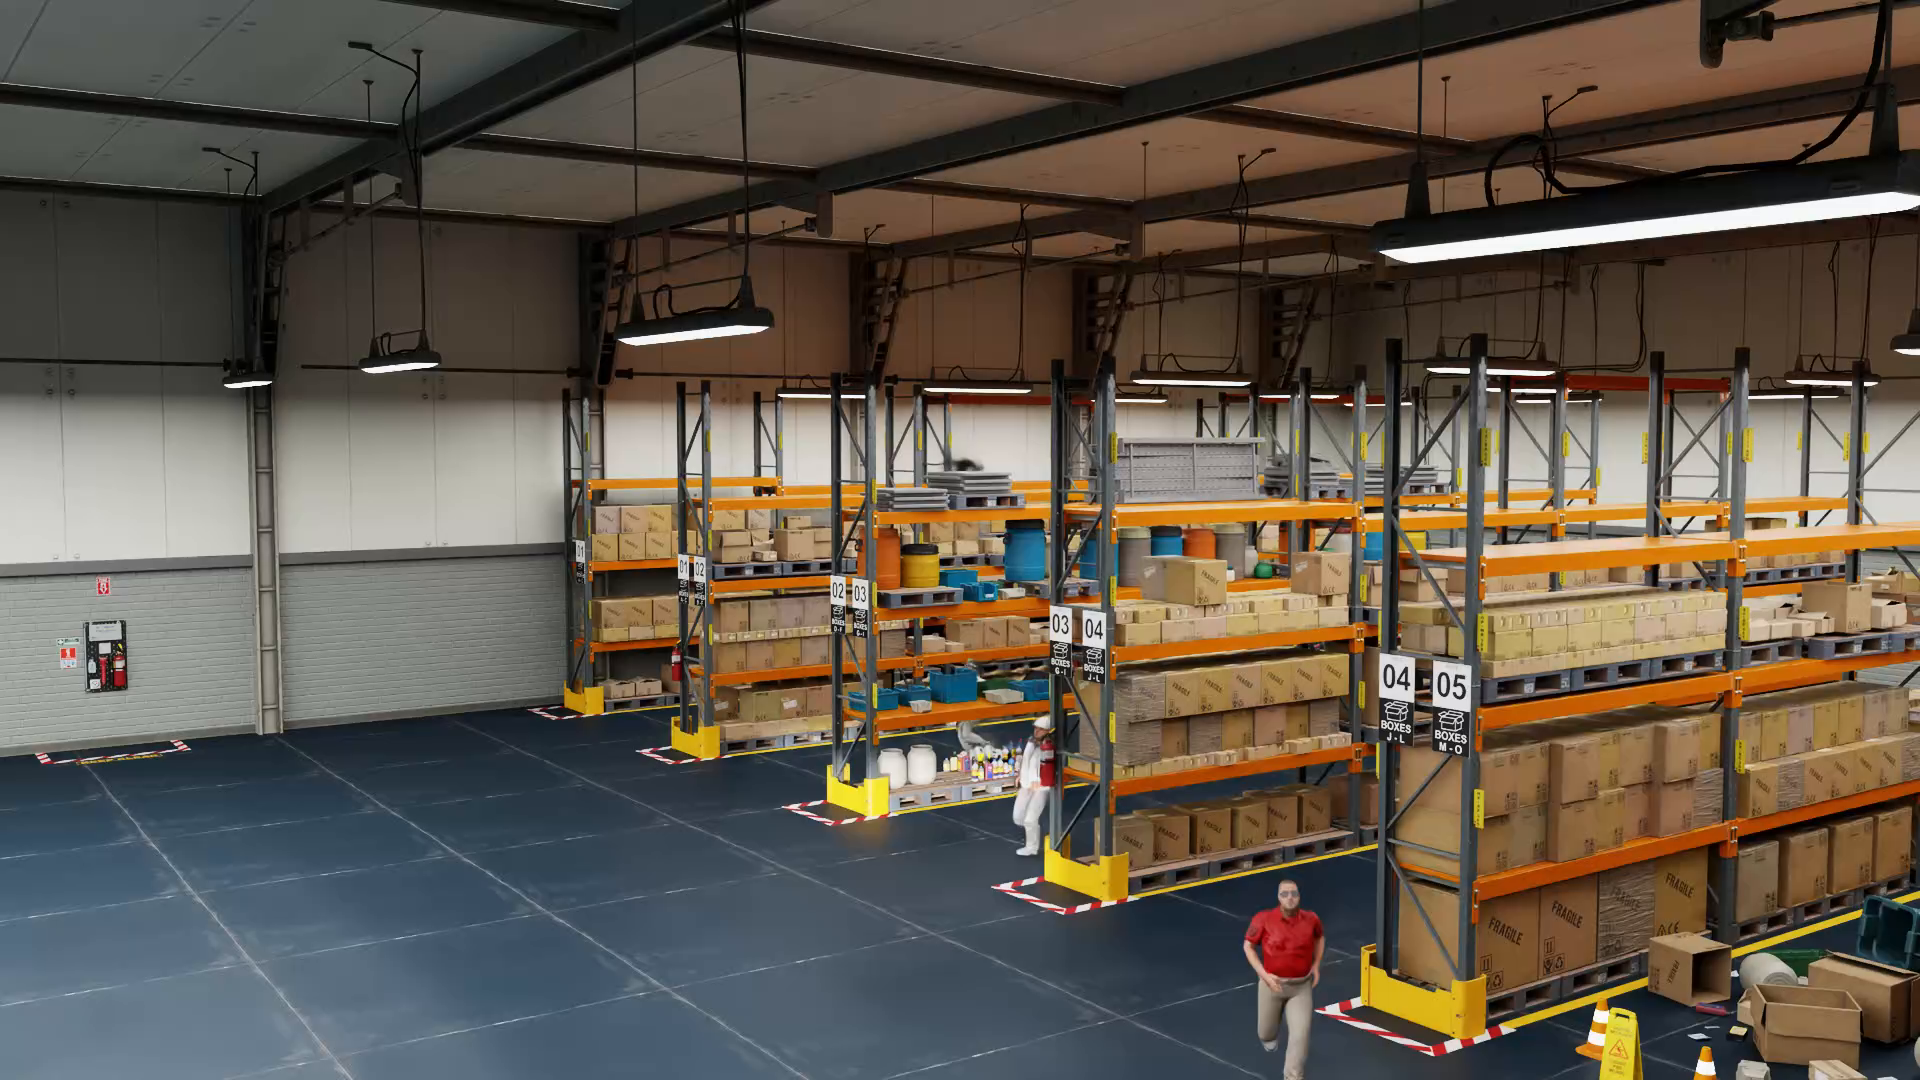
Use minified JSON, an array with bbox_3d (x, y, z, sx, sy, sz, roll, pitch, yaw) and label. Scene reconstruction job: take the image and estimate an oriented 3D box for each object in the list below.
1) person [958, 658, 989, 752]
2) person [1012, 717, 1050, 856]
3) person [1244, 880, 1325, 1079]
[{"bbox_3d":[0.161,2.660,25.965,0.571,1.648,0.612,-3,4,-34],"label":"person"},{"bbox_3d":[0.958,3.010,20.278,0.668,1.721,0.561,3,5,43],"label":"person"},{"bbox_3d":[2.541,3.506,13.019,0.640,1.726,1.046,1,4,8],"label":"person"}]
